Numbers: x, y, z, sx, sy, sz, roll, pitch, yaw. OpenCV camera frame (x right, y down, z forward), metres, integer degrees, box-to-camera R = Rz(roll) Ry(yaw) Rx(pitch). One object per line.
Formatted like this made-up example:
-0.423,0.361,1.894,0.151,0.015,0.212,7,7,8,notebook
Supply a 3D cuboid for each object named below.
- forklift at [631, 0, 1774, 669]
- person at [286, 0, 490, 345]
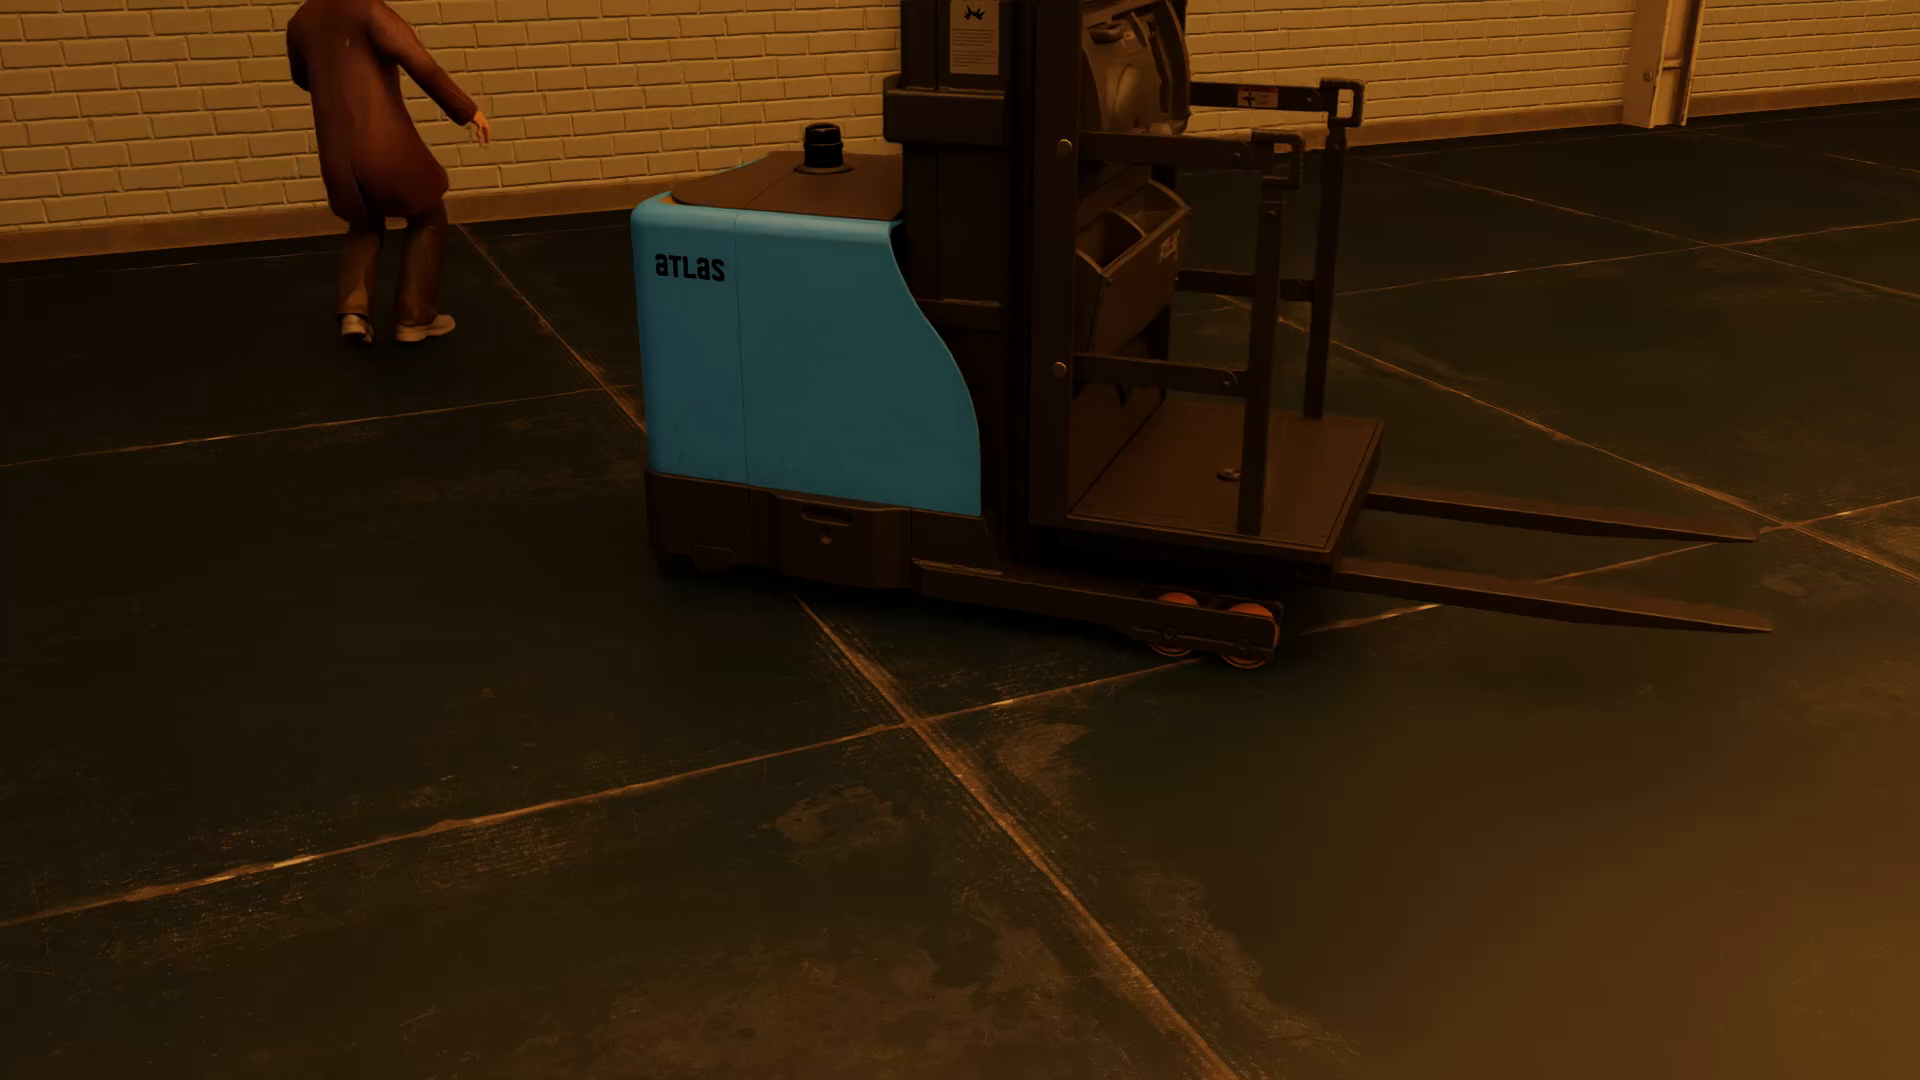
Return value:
0.655,-1.251,4.297,3.031,2.935,1.130,8,24,19,forklift
-2.349,-1.639,6.879,0.876,1.671,0.797,6,23,15,person
